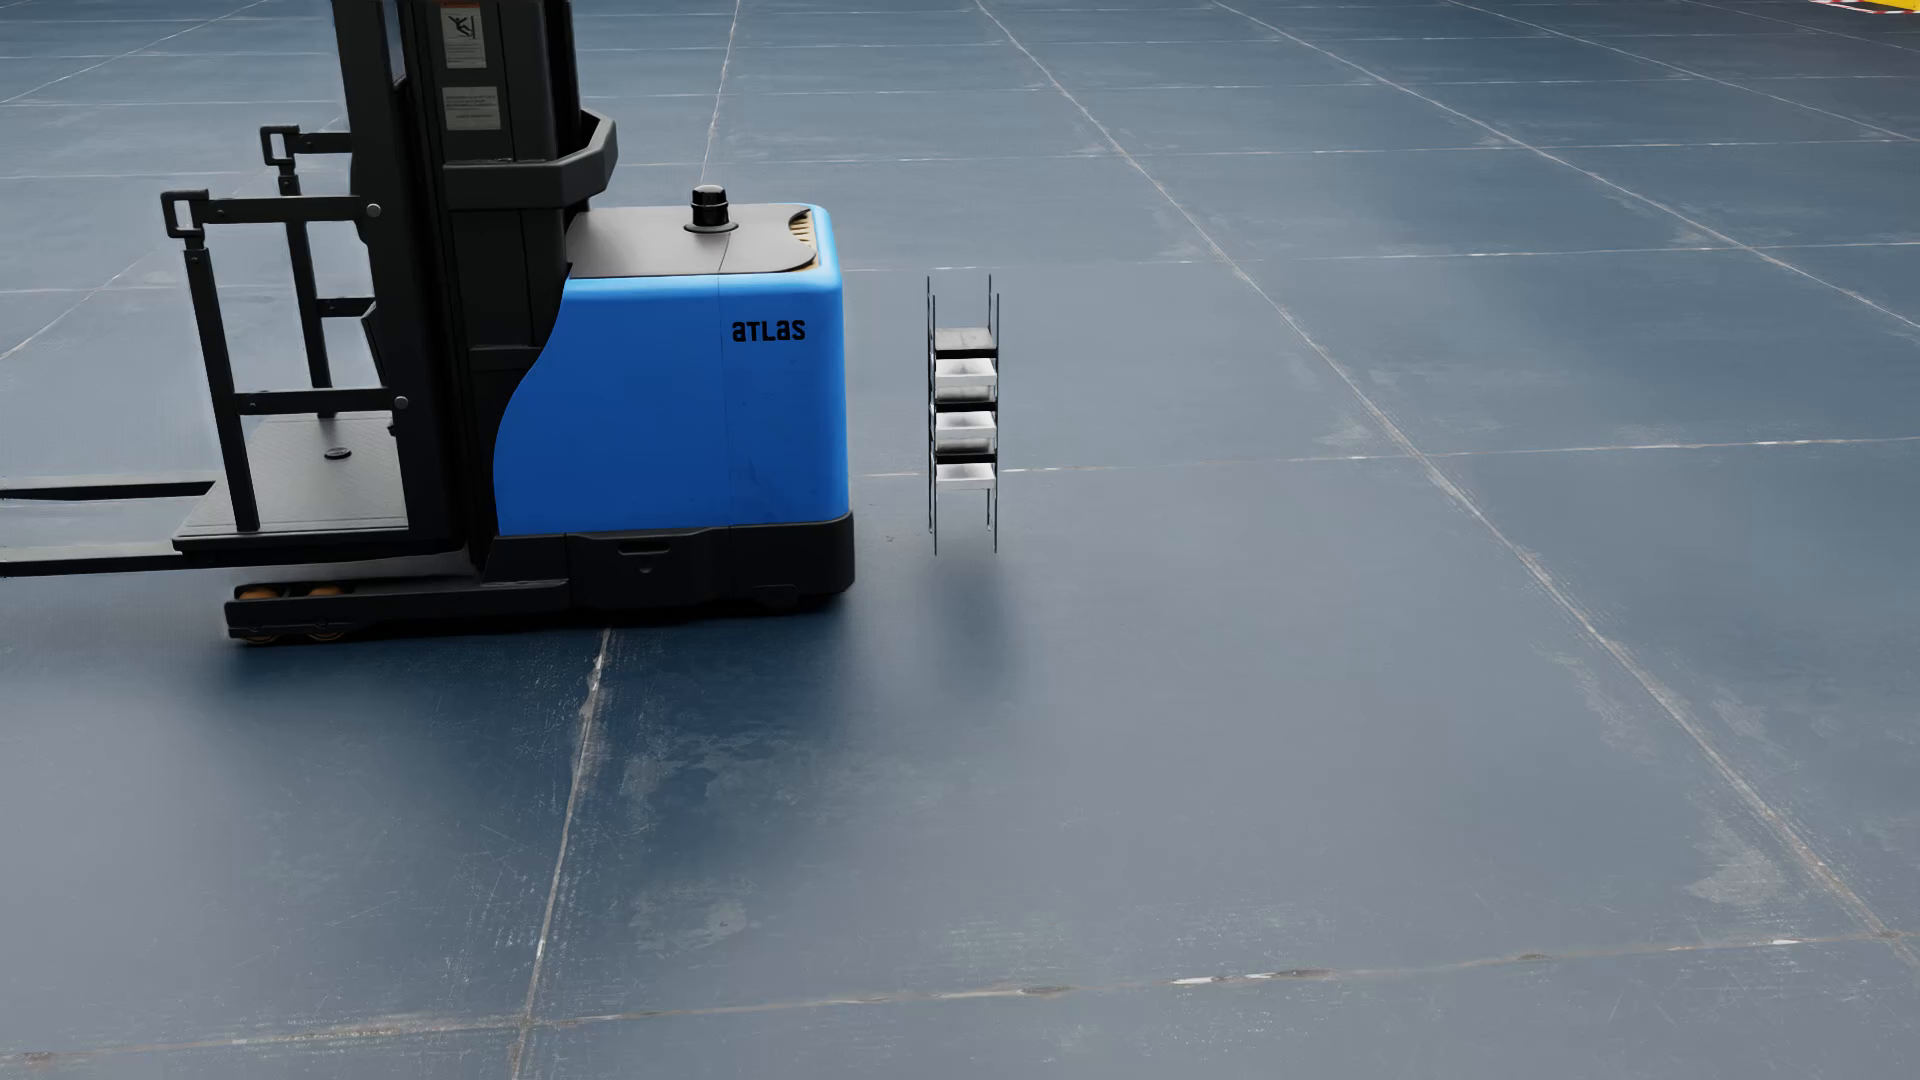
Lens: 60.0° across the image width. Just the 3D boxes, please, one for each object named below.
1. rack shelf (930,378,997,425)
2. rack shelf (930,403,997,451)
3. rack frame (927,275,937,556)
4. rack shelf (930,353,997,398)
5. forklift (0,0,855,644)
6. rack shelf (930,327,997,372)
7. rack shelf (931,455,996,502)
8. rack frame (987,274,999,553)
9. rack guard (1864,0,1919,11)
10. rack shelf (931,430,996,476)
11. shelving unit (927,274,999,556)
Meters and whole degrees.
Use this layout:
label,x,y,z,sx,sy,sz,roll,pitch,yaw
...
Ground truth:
label,x,y,z,sx,sy,sz,roll,pitch,yaw
rack shelf,0.008,-0.463,5.507,0.200,0.077,0.258,-2,24,-5
rack shelf,0.008,-0.381,5.543,0.200,0.077,0.258,-2,24,-5
rack frame,-0.093,-0.407,5.521,0.006,0.900,0.240,-2,24,-5
rack shelf,0.008,-0.546,5.470,0.200,0.077,0.258,-2,24,-5
forklift,-1.885,-1.252,4.921,3.031,2.935,1.130,-3,24,-6
rack shelf,0.008,-0.628,5.434,0.200,0.077,0.258,-2,24,-5
rack shelf,0.008,-0.217,5.616,0.200,0.077,0.258,-2,24,-5
rack frame,0.109,-0.416,5.539,0.006,0.900,0.240,-2,24,-5
rack guard,11.688,-6.856,20.521,0.348,0.500,1.175,-2,24,-5
rack shelf,0.008,-0.299,5.580,0.200,0.077,0.258,-2,24,-5
shelving unit,0.008,-0.412,5.530,0.210,0.900,0.258,-2,24,-5
